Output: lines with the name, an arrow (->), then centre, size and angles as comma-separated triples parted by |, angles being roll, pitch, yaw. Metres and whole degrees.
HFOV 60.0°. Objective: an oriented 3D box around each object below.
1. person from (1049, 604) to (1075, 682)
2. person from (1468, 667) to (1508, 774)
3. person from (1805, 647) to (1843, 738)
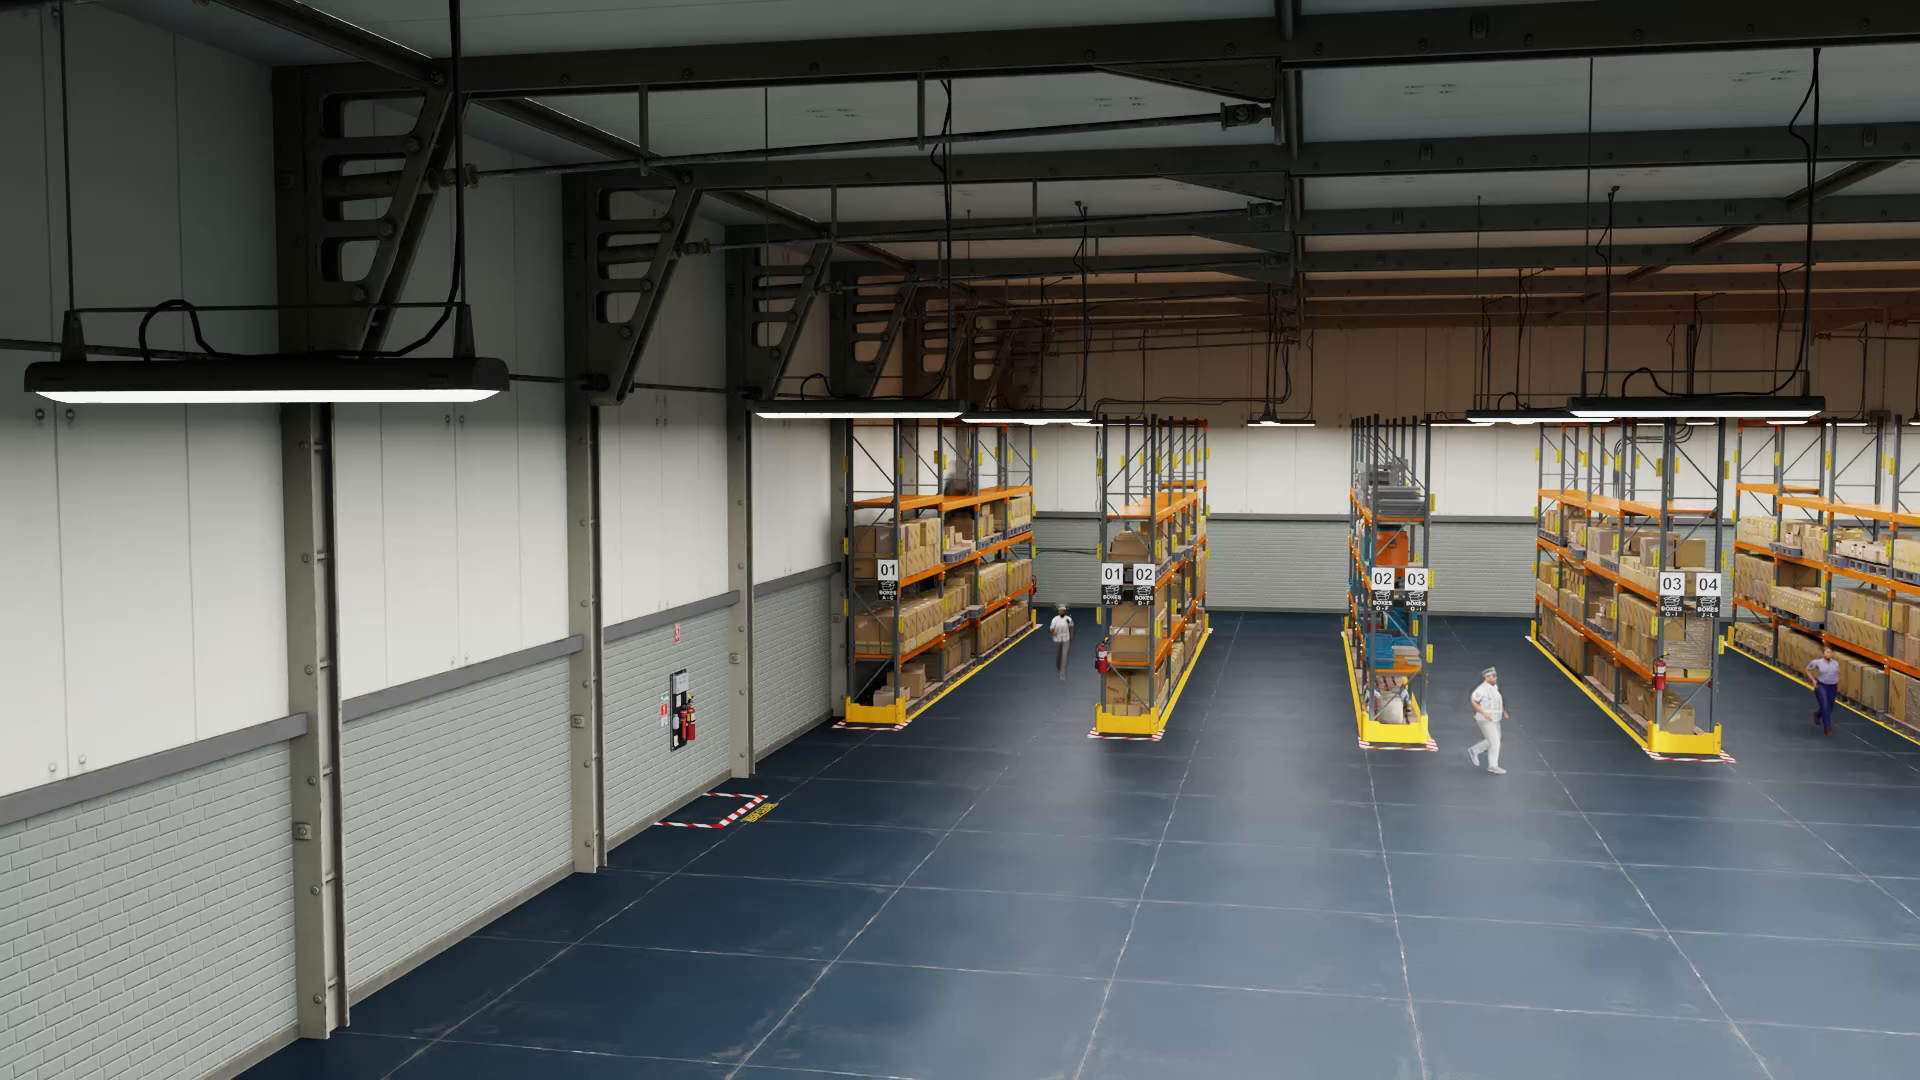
person -> 2.287, 2.275, 37.203 | 0.579, 1.692, 0.836 | 0, 4, 1
person -> 8.802, 2.989, 27.813 | 0.751, 1.761, 0.686 | 4, 5, 45
person -> 16.279, 2.830, 31.305 | 0.608, 1.655, 0.890 | 0, 4, -2
